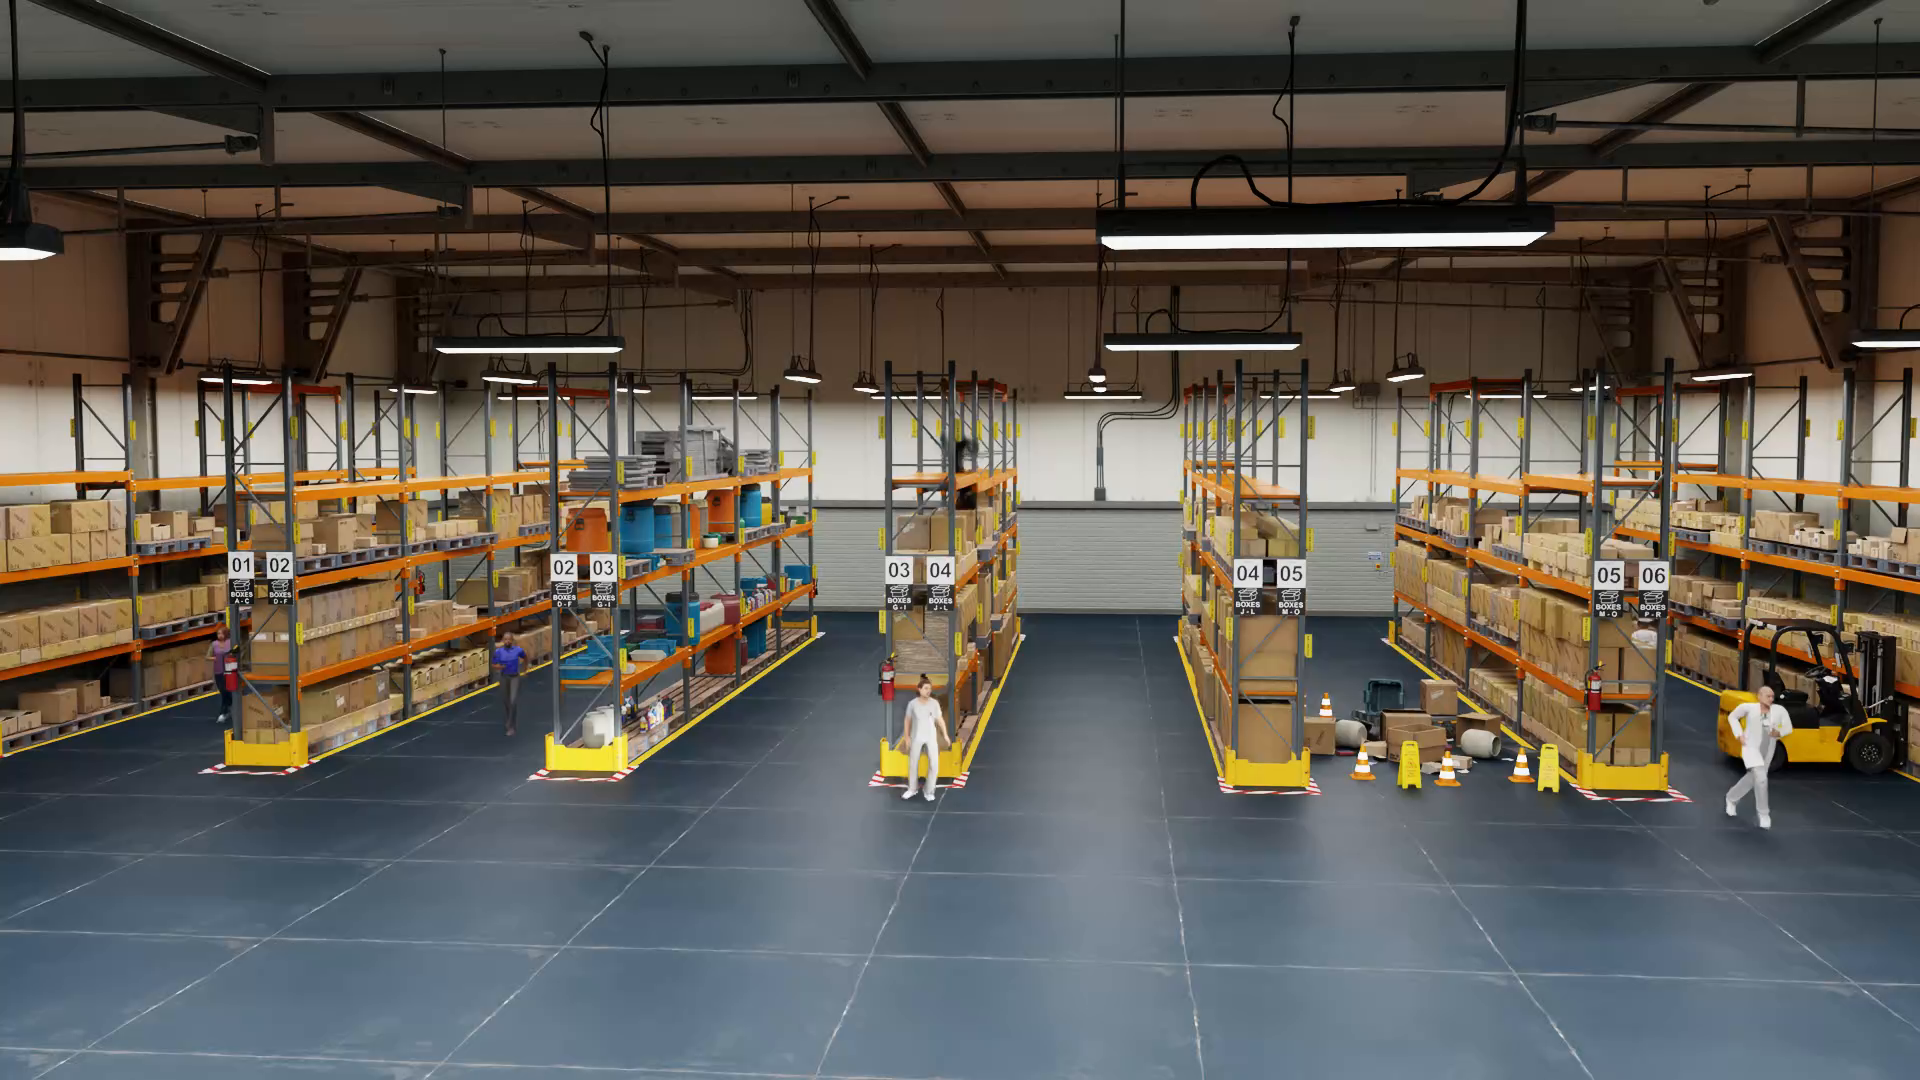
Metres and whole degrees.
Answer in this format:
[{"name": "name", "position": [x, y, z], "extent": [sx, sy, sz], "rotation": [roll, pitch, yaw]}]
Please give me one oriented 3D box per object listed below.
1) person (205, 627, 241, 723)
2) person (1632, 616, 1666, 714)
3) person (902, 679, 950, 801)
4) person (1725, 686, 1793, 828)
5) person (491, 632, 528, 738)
[{"name": "person", "position": [-12.691, 2.293, 28.670], "extent": [0.505, 1.609, 0.861], "rotation": [0, 4, -6]}, {"name": "person", "position": [11.823, 2.221, 28.733], "extent": [0.679, 1.833, 0.880], "rotation": [0, 4, 1]}, {"name": "person", "position": [-0.473, 2.709, 22.622], "extent": [0.613, 1.658, 0.547], "rotation": [-1, 4, -11]}, {"name": "person", "position": [10.219, 2.725, 21.329], "extent": [0.626, 1.774, 0.905], "rotation": [0, 4, -6]}, {"name": "person", "position": [-7.439, 2.361, 27.460], "extent": [0.525, 1.705, 0.830], "rotation": [0, 4, -3]}]
